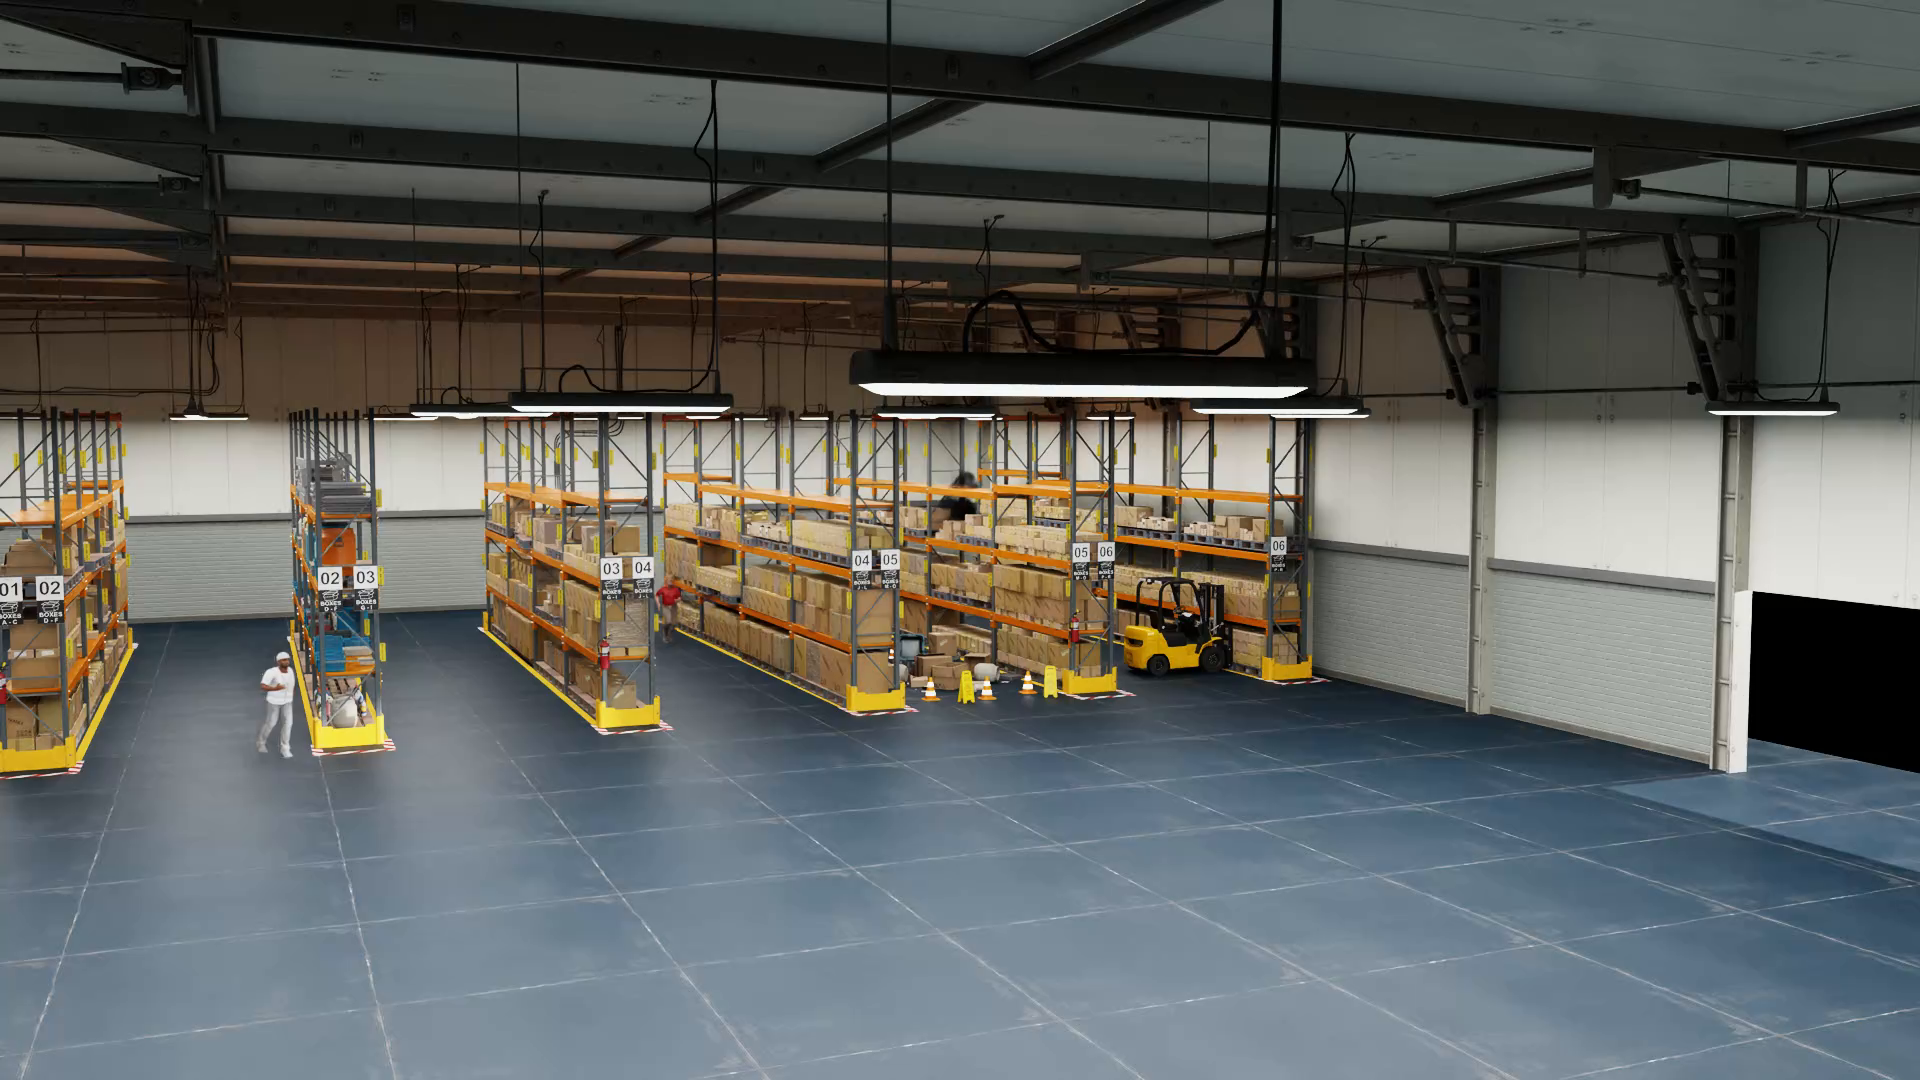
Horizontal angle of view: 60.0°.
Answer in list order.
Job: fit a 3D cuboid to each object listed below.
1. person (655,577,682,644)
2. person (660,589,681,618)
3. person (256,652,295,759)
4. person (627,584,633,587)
[{"bbox_3d":[-7.540,1.846,43.238,0.636,1.747,0.713,-2,5,-28],"label":"person"},{"bbox_3d":[-8.371,1.503,48.999,0.873,1.658,0.630,-2,5,-31],"label":"person"},{"bbox_3d":[-11.724,2.829,28.677,0.828,1.807,0.707,3,5,37],"label":"person"},{"bbox_3d":[-9.597,1.517,48.470,0.808,1.635,0.537,3,5,37],"label":"person"}]
